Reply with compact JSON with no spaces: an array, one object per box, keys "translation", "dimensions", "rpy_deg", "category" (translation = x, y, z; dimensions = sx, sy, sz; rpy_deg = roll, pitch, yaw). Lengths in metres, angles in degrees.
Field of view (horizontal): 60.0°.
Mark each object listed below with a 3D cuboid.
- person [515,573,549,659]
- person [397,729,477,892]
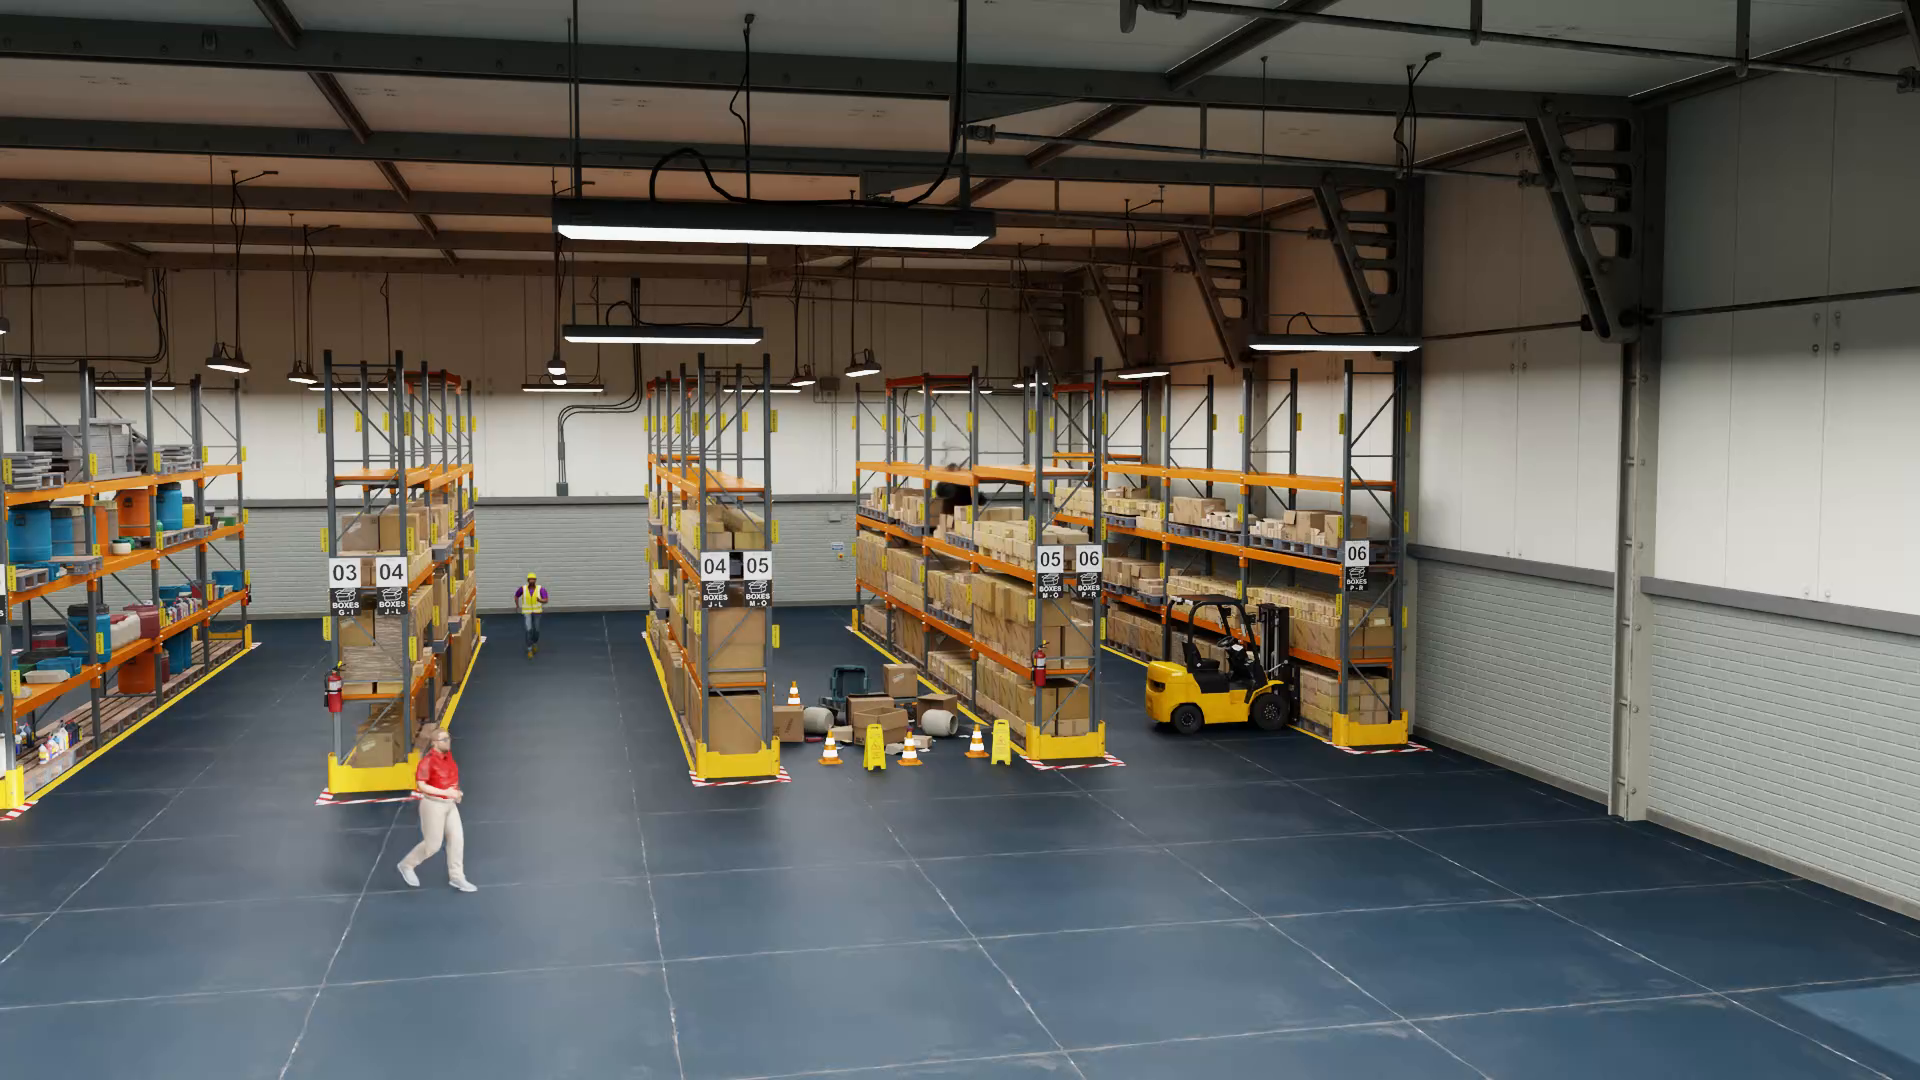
[{"translation":[-9.238,1.604,35.902],"dimensions":[0.686,1.801,0.895],"rpy_deg":[-1,4,-20],"category":"person"},{"translation":[-5.622,2.902,17.887],"dimensions":[0.867,1.752,0.685],"rpy_deg":[1,4,17],"category":"person"}]
